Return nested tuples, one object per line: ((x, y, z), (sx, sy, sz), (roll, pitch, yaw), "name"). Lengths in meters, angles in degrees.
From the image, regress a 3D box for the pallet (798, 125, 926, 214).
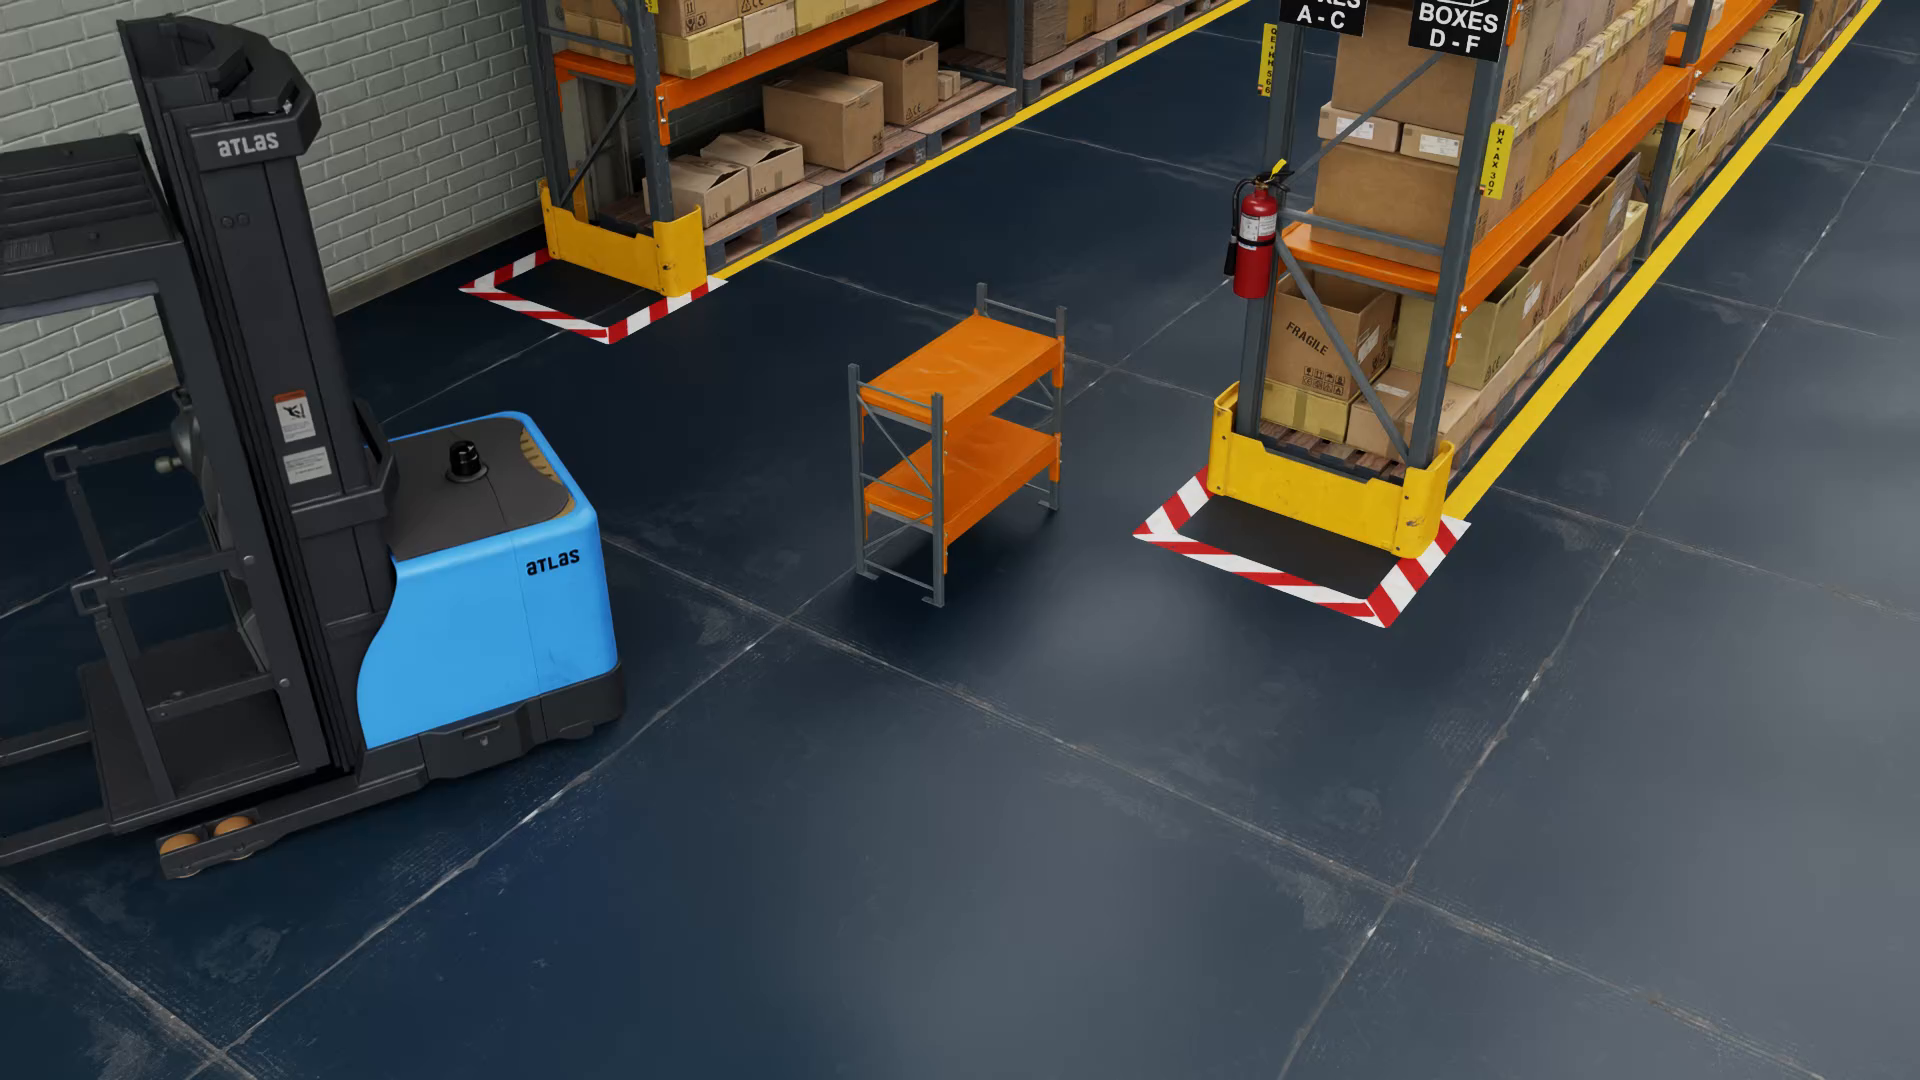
((-0.992, -2.795, 12.195), (1.003, 0.211, 1.213), (21, 39, 28), "pallet")

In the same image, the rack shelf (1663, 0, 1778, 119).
((5.269, -3.876, 11.946), (1.077, 0.370, 4.000), (21, 39, 28), "rack shelf")

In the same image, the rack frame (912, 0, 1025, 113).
((0.057, -4.834, 12.721), (1.000, 3.000, 0.127), (21, 39, 28), "rack frame")

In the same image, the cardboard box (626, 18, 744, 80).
((-1.685, -3.063, 10.217), (0.500, 0.250, 0.500), (20, 39, 27), "cardboard box")

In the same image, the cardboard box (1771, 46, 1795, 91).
((6.310, -3.809, 13.285), (0.500, 0.250, 0.500), (22, 40, 29), "cardboard box")

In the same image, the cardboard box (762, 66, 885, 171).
((-0.971, -3.014, 11.868), (0.700, 0.500, 0.500), (19, 38, 25), "cardboard box")

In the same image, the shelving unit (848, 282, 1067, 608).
((0.004, -0.469, 7.939), (0.538, 1.125, 1.048), (21, 39, 28), "shelving unit")

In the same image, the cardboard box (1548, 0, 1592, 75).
((2.737, -2.703, 8.322), (0.700, 0.500, 0.500), (21, 40, 28), "cardboard box")

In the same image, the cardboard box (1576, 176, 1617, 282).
((3.467, -1.858, 9.731), (0.500, 0.500, 0.500), (21, 39, 28), "cardboard box")

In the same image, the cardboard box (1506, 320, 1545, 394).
((2.904, -1.085, 9.256), (0.500, 0.250, 0.500), (21, 39, 28), "cardboard box")

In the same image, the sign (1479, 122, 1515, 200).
((2.301, -1.624, 7.131), (0.100, 0.325, 0.005), (21, 39, 28), "sign")

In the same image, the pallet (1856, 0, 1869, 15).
((8.258, -5.394, 16.038), (1.003, 0.211, 1.213), (21, 39, 28), "pallet")

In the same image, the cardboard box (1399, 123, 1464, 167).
((2.249, -1.835, 7.617), (0.380, 0.149, 0.250), (21, 39, 28), "cardboard box")

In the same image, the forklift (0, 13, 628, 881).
((-2.954, -0.265, 6.026), (3.031, 2.935, 1.130), (-17, 38, -24), "forklift")

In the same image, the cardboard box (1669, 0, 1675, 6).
((4.007, -3.257, 9.720), (0.380, 0.149, 0.250), (20, 39, 27), "cardboard box")

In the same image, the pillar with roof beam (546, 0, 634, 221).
((1.002, -4.702, 7.170), (9.100, 9.000, 0.400), (21, 39, 28), "pillar with roof beam")

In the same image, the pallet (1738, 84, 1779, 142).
((5.908, -3.573, 13.345), (1.003, 0.211, 1.213), (21, 39, 28), "pallet")

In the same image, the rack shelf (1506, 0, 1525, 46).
((2.988, -3.278, 8.384), (1.077, 0.370, 4.000), (21, 39, 28), "rack shelf")

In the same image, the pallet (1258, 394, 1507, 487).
((2.250, -0.623, 8.983), (1.003, 0.211, 1.213), (21, 39, 28), "pallet")

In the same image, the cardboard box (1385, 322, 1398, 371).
((2.186, -1.023, 9.165), (0.500, 0.250, 0.500), (21, 39, 28), "cardboard box")

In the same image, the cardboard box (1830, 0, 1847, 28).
((7.488, -4.831, 14.555), (0.500, 0.500, 0.500), (21, 39, 28), "cardboard box")

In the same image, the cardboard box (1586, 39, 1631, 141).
((3.296, -2.614, 9.349), (0.700, 0.500, 0.500), (22, 40, 29), "cardboard box")

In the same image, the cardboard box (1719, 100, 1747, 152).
((5.439, -3.103, 12.240), (0.500, 0.250, 0.500), (22, 40, 29), "cardboard box")

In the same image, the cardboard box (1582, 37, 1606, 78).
((3.126, -2.542, 8.663), (0.380, 0.149, 0.250), (22, 40, 29), "cardboard box")

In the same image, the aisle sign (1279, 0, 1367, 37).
((1.569, -2.553, 7.027), (0.394, 0.787, 0.004), (21, 39, 28), "aisle sign")

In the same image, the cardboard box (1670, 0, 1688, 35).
((4.374, -3.432, 10.781), (0.500, 0.250, 0.500), (24, 41, 31), "cardboard box")

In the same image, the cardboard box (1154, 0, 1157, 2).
((1.581, -5.274, 15.210), (0.700, 0.500, 0.500), (21, 39, 28), "cardboard box")

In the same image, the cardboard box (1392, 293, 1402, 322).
((2.467, -1.565, 9.297), (0.500, 0.500, 0.500), (21, 39, 28), "cardboard box")

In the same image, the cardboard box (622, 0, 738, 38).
((-1.705, -3.374, 10.008), (0.500, 0.500, 0.500), (21, 39, 28), "cardboard box")

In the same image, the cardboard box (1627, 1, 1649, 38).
((3.568, -2.902, 9.196), (0.380, 0.149, 0.250), (21, 39, 28), "cardboard box")

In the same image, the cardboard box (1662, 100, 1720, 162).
((4.859, -2.860, 11.381), (0.500, 0.311, 0.500), (21, 39, 28), "cardboard box")

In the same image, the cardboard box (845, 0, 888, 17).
((-0.815, -3.771, 11.264), (0.500, 0.250, 0.500), (22, 40, 29), "cardboard box")

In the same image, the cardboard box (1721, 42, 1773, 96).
((5.732, -3.569, 12.429), (0.500, 0.311, 0.500), (21, 39, 28), "cardboard box")

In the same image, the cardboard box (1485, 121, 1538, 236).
((2.420, -1.908, 8.305), (0.700, 0.500, 0.500), (22, 40, 29), "cardboard box")

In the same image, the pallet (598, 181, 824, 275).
((-1.688, -2.236, 11.368), (1.003, 0.211, 1.213), (21, 39, 28), "pallet")

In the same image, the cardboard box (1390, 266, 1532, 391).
((2.620, -1.165, 8.705), (0.500, 0.500, 0.500), (21, 39, 28), "cardboard box")

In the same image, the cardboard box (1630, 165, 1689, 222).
((4.562, -2.395, 11.194), (0.500, 0.250, 0.500), (20, 39, 27), "cardboard box")

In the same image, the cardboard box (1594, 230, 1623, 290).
((3.751, -1.778, 10.282), (0.500, 0.250, 0.500), (21, 39, 28), "cardboard box")

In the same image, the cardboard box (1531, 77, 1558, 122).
((2.686, -2.187, 8.138), (0.380, 0.149, 0.250), (21, 39, 28), "cardboard box")

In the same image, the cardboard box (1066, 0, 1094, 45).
((0.717, -4.579, 14.182), (0.700, 0.500, 0.500), (20, 39, 27), "cardboard box")

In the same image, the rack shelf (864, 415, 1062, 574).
((0.004, -0.267, 8.076), (0.538, 0.278, 1.000), (21, 39, 28), "rack shelf")

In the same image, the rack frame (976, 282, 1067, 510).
((0.294, -0.703, 8.285), (0.500, 1.125, 0.032), (21, 39, 28), "rack frame")
